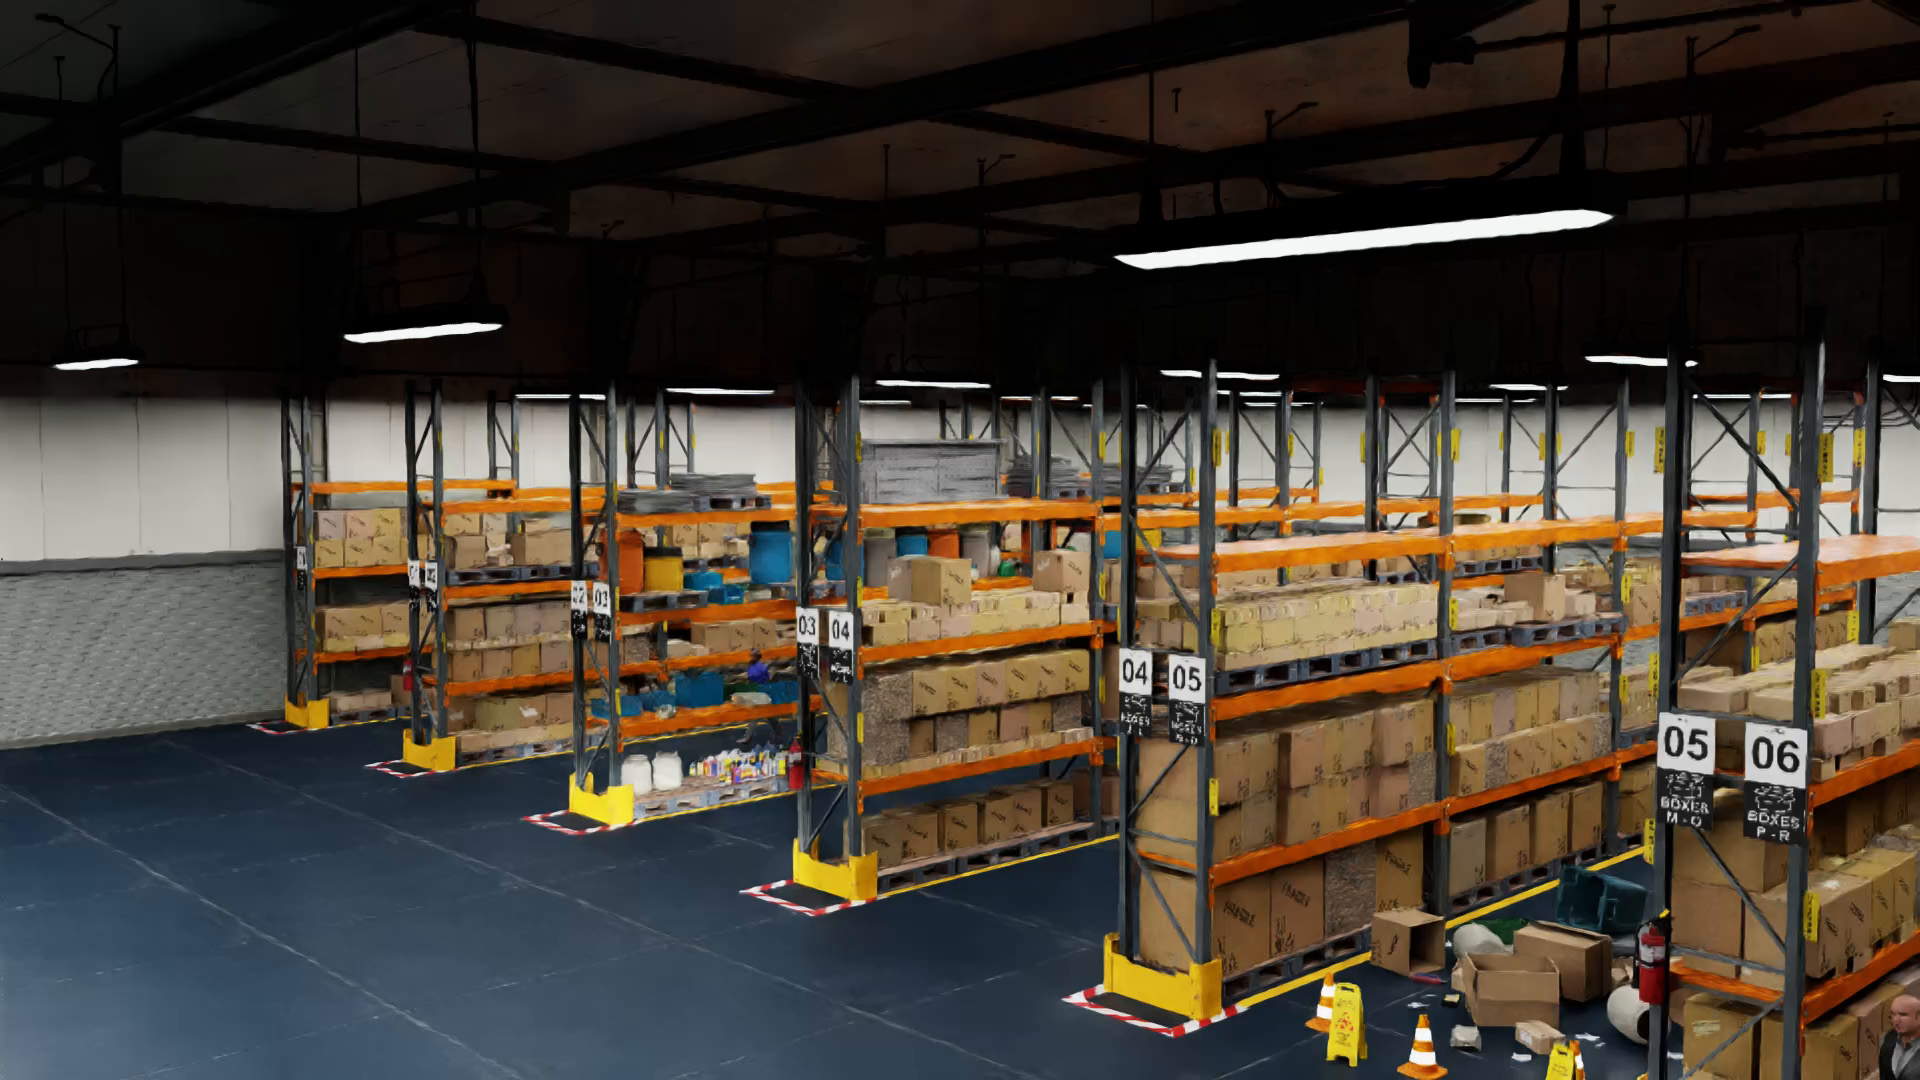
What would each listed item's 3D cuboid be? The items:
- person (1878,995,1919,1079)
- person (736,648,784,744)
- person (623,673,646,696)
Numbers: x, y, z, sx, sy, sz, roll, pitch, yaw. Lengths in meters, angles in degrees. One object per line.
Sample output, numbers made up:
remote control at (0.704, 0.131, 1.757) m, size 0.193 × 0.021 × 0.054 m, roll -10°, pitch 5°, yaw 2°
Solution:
person at (6.085, 3.666, 10.301) m, size 0.748 × 1.676 × 0.757 m, roll -2°, pitch 4°, yaw -28°
person at (-3.380, 2.581, 27.857) m, size 1.088 × 1.574 × 0.447 m, roll -3°, pitch 5°, yaw -41°
person at (-5.926, 2.364, 30.368) m, size 0.546 × 1.734 × 0.724 m, roll -3°, pitch 5°, yaw -43°
